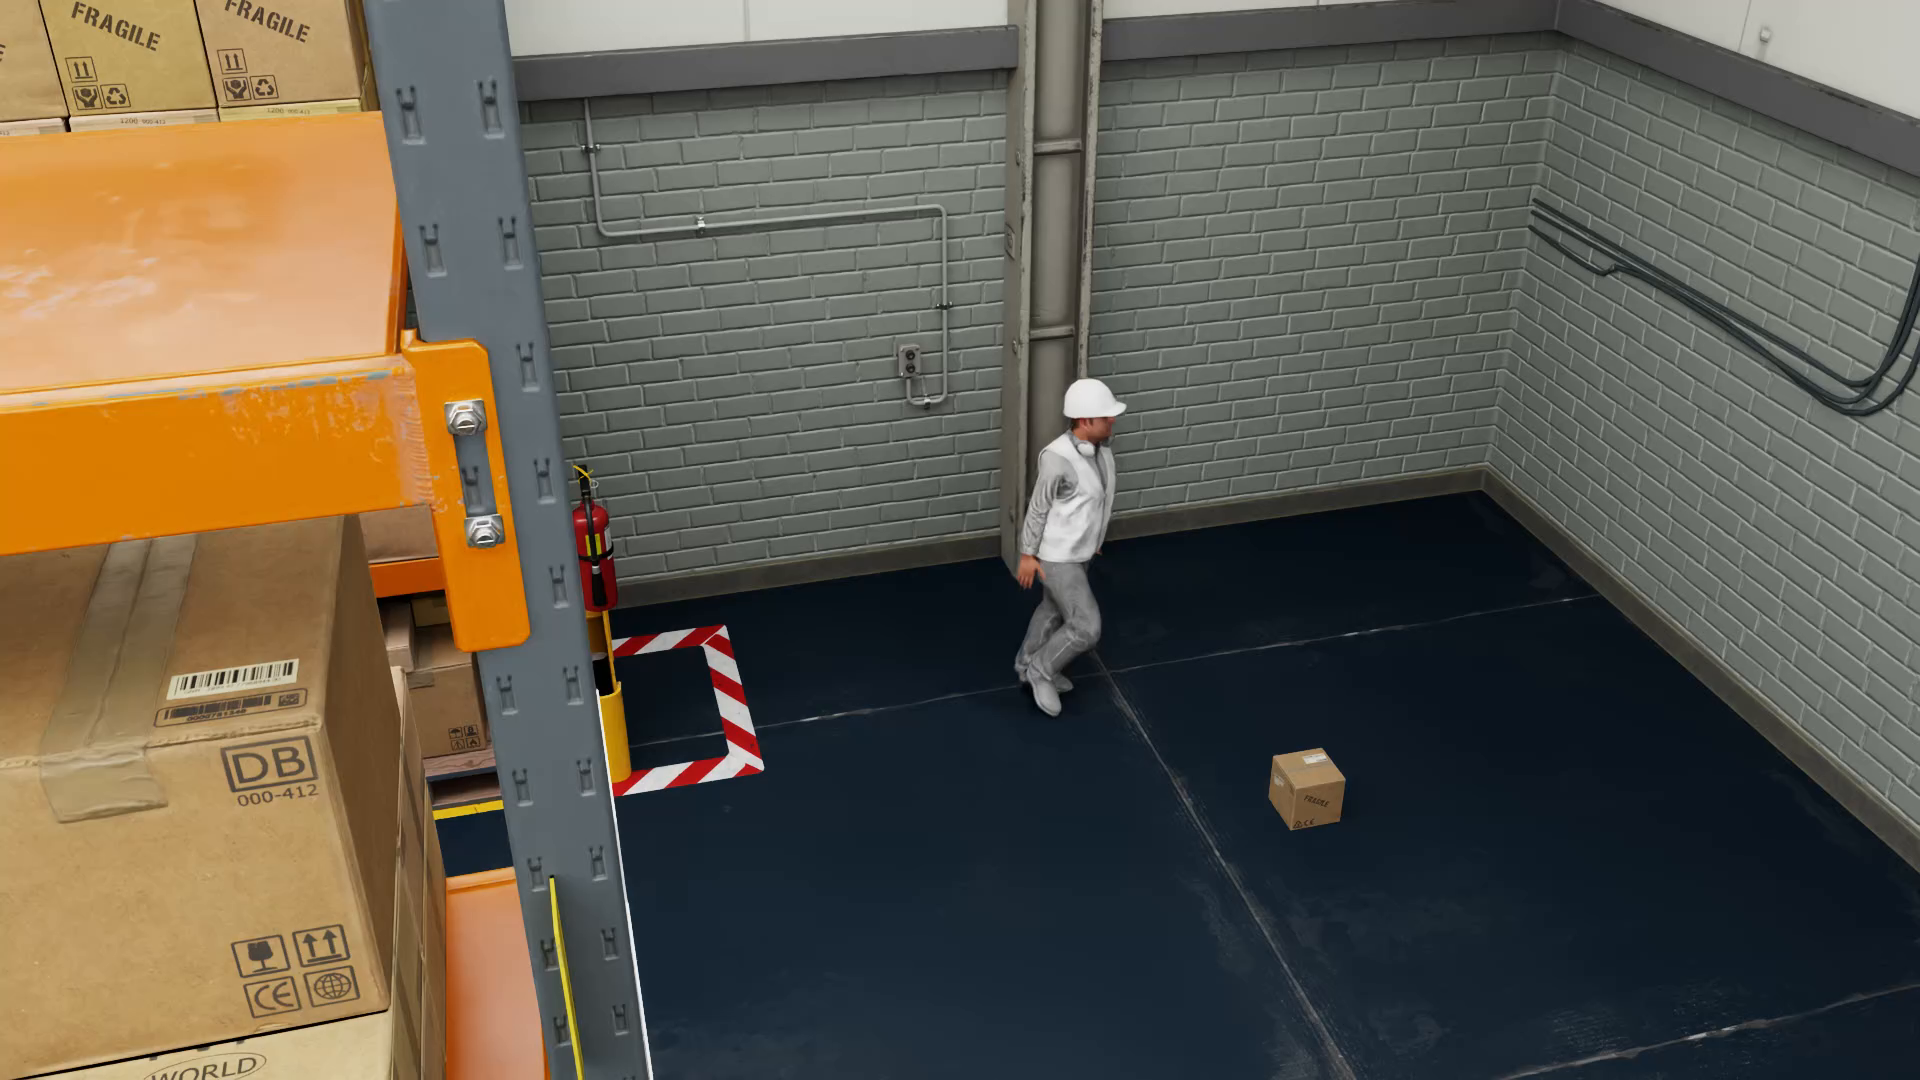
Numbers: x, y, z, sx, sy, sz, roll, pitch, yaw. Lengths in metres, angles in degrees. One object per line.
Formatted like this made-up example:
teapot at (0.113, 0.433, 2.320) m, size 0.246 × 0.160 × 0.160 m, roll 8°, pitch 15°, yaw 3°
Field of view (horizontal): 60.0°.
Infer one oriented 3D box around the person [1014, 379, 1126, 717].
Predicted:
person at (0.524, 0.014, 8.153) m, size 0.525 × 1.756 × 0.566 m, roll 15°, pitch 33°, yaw 24°
